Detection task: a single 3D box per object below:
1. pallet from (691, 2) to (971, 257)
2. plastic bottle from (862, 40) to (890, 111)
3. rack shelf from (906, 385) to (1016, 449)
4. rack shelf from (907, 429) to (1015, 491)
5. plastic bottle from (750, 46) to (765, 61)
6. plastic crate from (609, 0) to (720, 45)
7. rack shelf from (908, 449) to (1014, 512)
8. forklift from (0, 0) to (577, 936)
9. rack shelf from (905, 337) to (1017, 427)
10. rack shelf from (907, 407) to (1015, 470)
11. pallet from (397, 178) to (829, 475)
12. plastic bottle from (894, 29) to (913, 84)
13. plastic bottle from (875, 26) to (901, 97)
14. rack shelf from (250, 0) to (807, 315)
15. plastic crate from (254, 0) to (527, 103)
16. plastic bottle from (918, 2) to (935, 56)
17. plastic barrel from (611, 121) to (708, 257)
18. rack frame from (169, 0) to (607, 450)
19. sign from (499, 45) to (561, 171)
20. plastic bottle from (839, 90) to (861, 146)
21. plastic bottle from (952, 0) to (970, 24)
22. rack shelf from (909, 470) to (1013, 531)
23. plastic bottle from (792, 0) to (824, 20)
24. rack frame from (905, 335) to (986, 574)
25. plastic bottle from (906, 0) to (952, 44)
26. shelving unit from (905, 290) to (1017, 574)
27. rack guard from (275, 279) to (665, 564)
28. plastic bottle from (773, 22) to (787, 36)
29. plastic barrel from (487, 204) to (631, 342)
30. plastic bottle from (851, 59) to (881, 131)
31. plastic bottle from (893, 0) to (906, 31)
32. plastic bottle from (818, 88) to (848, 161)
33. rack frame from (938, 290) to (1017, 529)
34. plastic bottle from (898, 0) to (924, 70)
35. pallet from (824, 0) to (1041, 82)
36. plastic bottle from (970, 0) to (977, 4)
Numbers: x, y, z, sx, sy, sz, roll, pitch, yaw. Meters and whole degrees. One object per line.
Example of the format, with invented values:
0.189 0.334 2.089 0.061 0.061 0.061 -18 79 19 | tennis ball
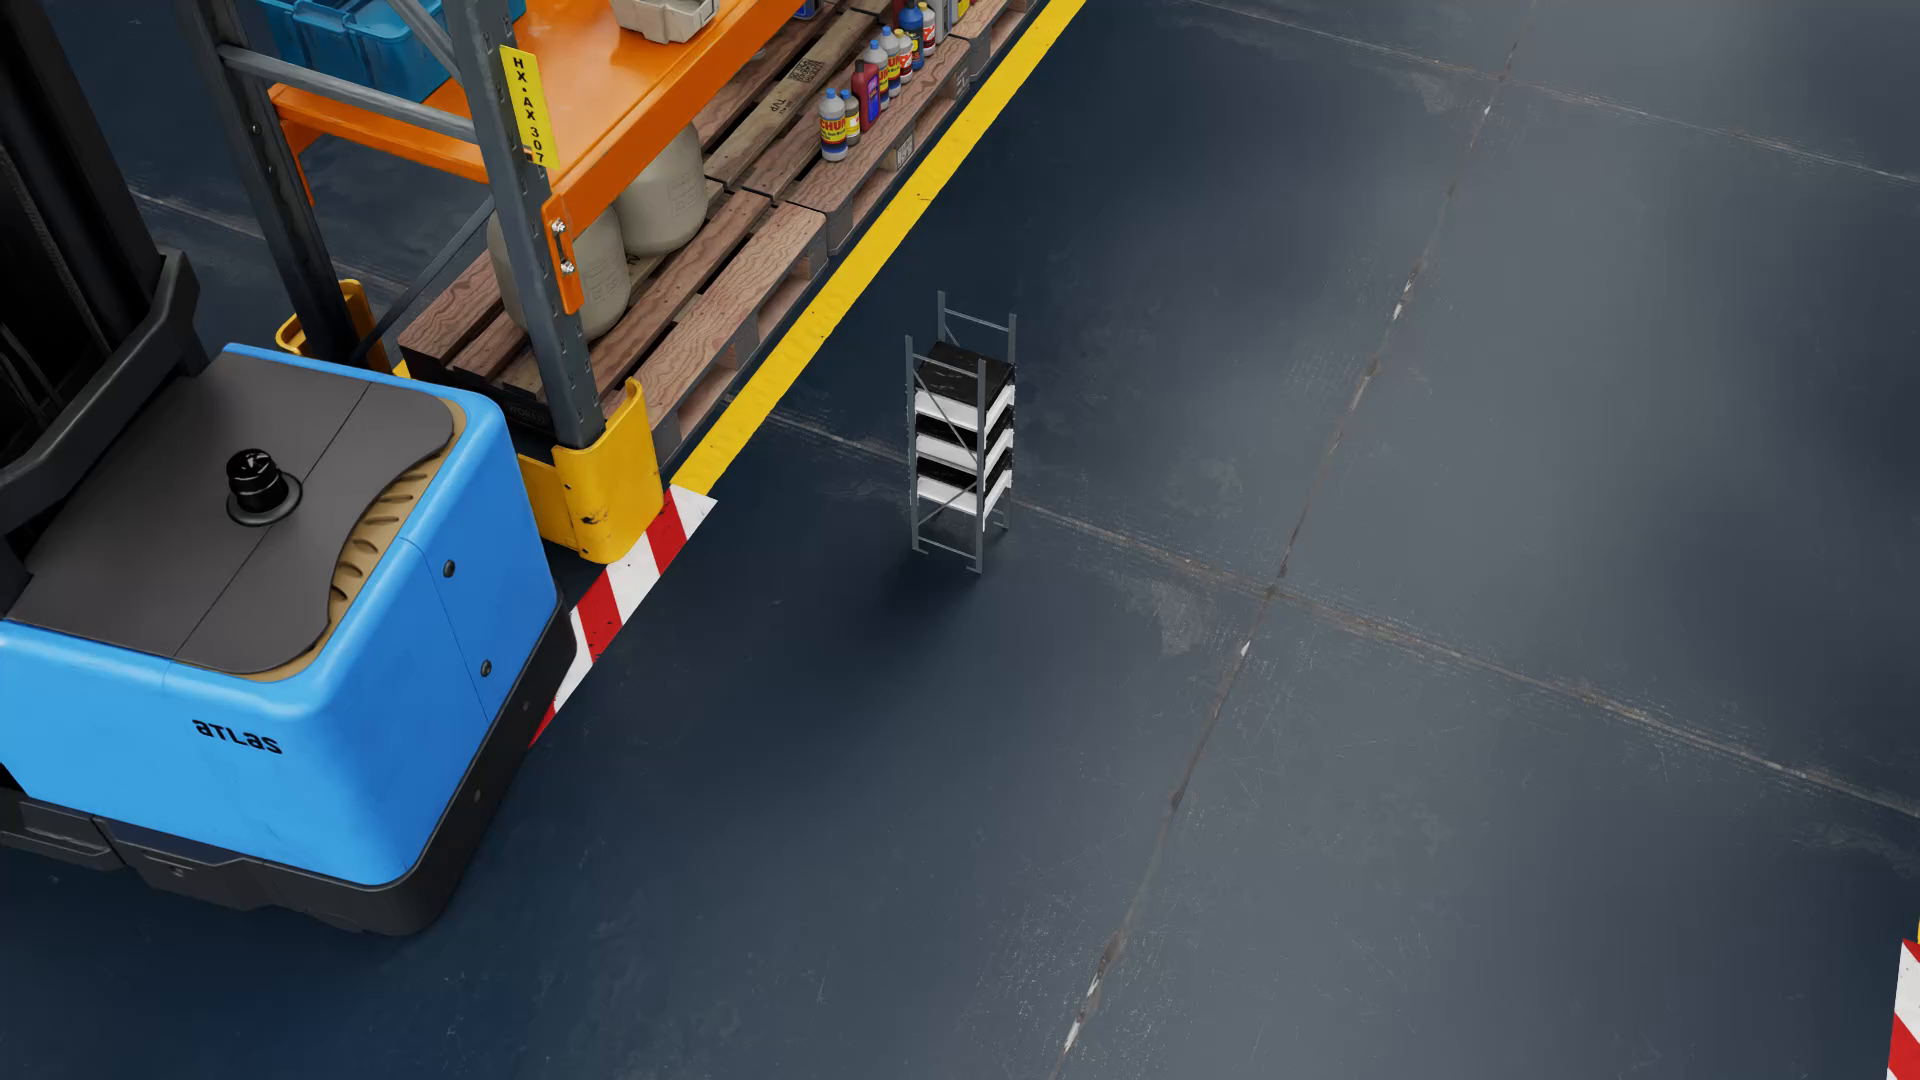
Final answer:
-0.657 -1.680 6.541 1.003 0.211 1.213 20 52 16 | pallet
-0.319 -1.763 6.283 0.097 0.271 0.097 0 50 0 | plastic bottle
0.003 -0.392 4.800 0.258 0.077 0.200 20 52 16 | rack shelf
0.003 -0.276 4.937 0.258 0.077 0.200 20 52 16 | rack shelf
-0.821 -1.997 6.528 0.097 0.201 0.097 0 50 0 | plastic bottle
-0.849 -1.548 4.770 0.298 0.136 0.250 20 52 16 | plastic crate
0.003 -0.217 5.006 0.258 0.077 0.200 20 52 16 | rack shelf
-2.698 -0.554 3.797 3.031 2.935 1.130 12 51 10 | forklift
0.003 -0.451 4.732 0.258 0.077 0.200 20 52 16 | rack shelf
0.003 -0.334 4.869 0.258 0.077 0.200 20 52 16 | rack shelf
-1.180 -0.843 5.829 1.003 0.211 1.213 20 52 16 | pallet
-0.234 -1.877 6.427 0.097 0.201 0.097 0 50 0 | plastic bottle
-0.276 -1.832 6.342 0.097 0.271 0.097 0 50 0 | plastic bottle
-0.667 -2.266 5.681 1.077 0.370 4.000 20 52 16 | rack shelf
-1.578 -1.515 4.668 0.499 0.251 0.616 20 52 16 | plastic crate
-0.146 -2.019 6.547 0.097 0.201 0.097 0 50 0 | plastic bottle
-1.096 -1.275 5.723 0.421 0.512 0.421 0 50 0 | plastic barrel
-1.522 -1.122 4.235 1.000 3.000 0.127 20 52 16 | rack frame
-1.026 -1.029 3.975 0.100 0.325 0.005 20 52 16 | sign
-0.421 -1.576 6.170 0.097 0.201 0.097 0 50 0 | plastic bottle
-0.047 -2.268 6.661 0.144 0.351 0.185 19 52 16 | plastic bottle
0.003 -0.159 5.075 0.258 0.077 0.200 20 52 16 | rack shelf
-0.651 -2.261 6.704 0.152 0.276 0.135 20 52 16 | plastic bottle
-0.040 -0.227 4.852 0.240 0.900 0.006 20 52 16 | rack frame
-0.120 -2.133 6.595 0.152 0.276 0.135 21 53 17 | plastic bottle
0.003 -0.297 4.912 0.258 0.900 0.210 20 52 16 | shelving unit
-1.532 -0.379 5.244 1.175 0.500 0.348 20 52 16 | rack guard
-0.747 -2.131 6.642 0.097 0.201 0.097 0 50 0 | plastic bottle
-1.310 -0.929 5.429 0.421 0.512 0.421 0 50 0 | plastic barrel
-0.352 -1.681 6.205 0.061 0.283 0.133 21 53 17 | plastic bottle
-0.217 -2.170 6.622 0.061 0.283 0.133 20 52 16 | plastic bottle
-0.465 -1.527 6.082 0.097 0.271 0.097 0 50 0 | plastic bottle
0.047 -0.367 4.972 0.240 0.900 0.006 20 52 16 | rack frame
-0.190 -1.971 6.461 0.097 0.271 0.097 0 50 0 | plastic bottle
-0.138 -2.523 7.259 1.003 0.211 1.213 20 52 16 | pallet
0.059 -2.343 6.769 0.061 0.283 0.133 23 53 18 | plastic bottle
